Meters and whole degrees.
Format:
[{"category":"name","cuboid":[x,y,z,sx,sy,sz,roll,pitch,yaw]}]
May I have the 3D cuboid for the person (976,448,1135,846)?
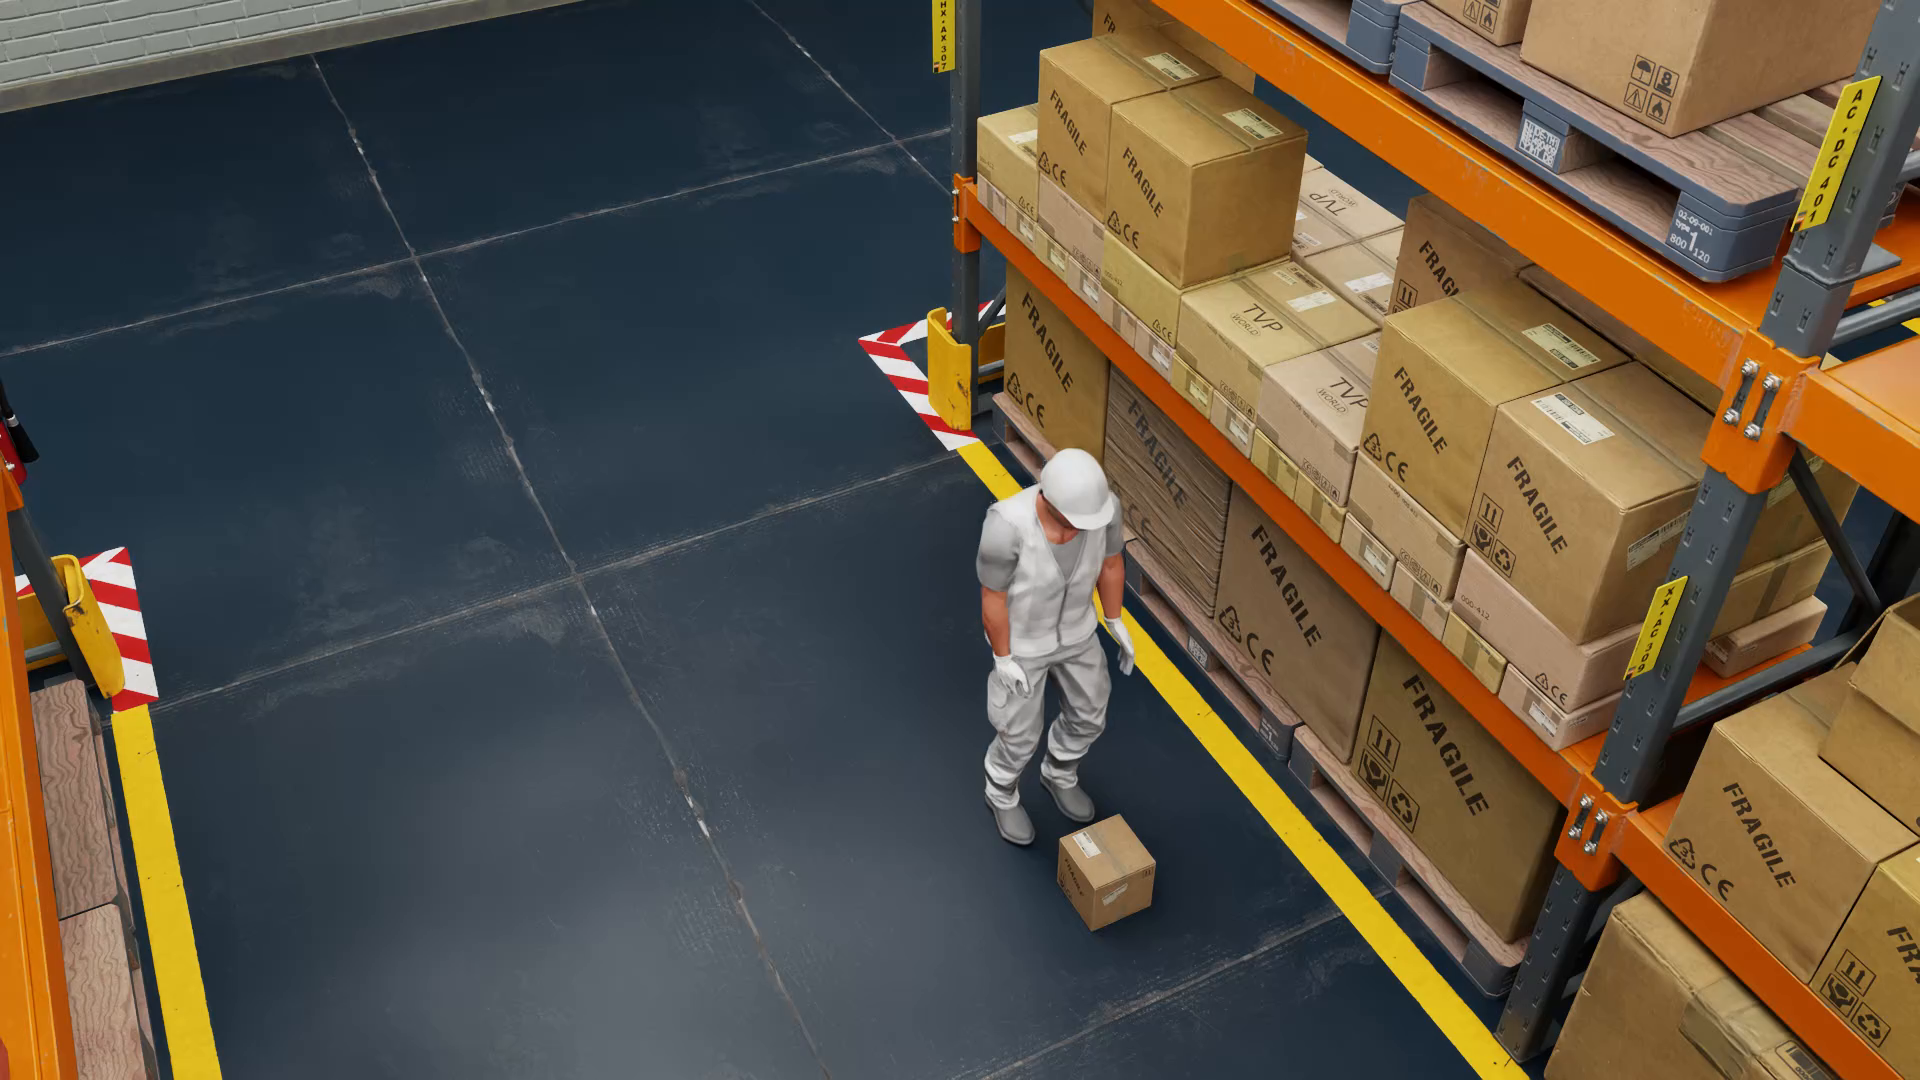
[{"category":"person","cuboid":[0.327,0.354,5.767,0.541,1.744,0.443,-18,44,-19]}]
